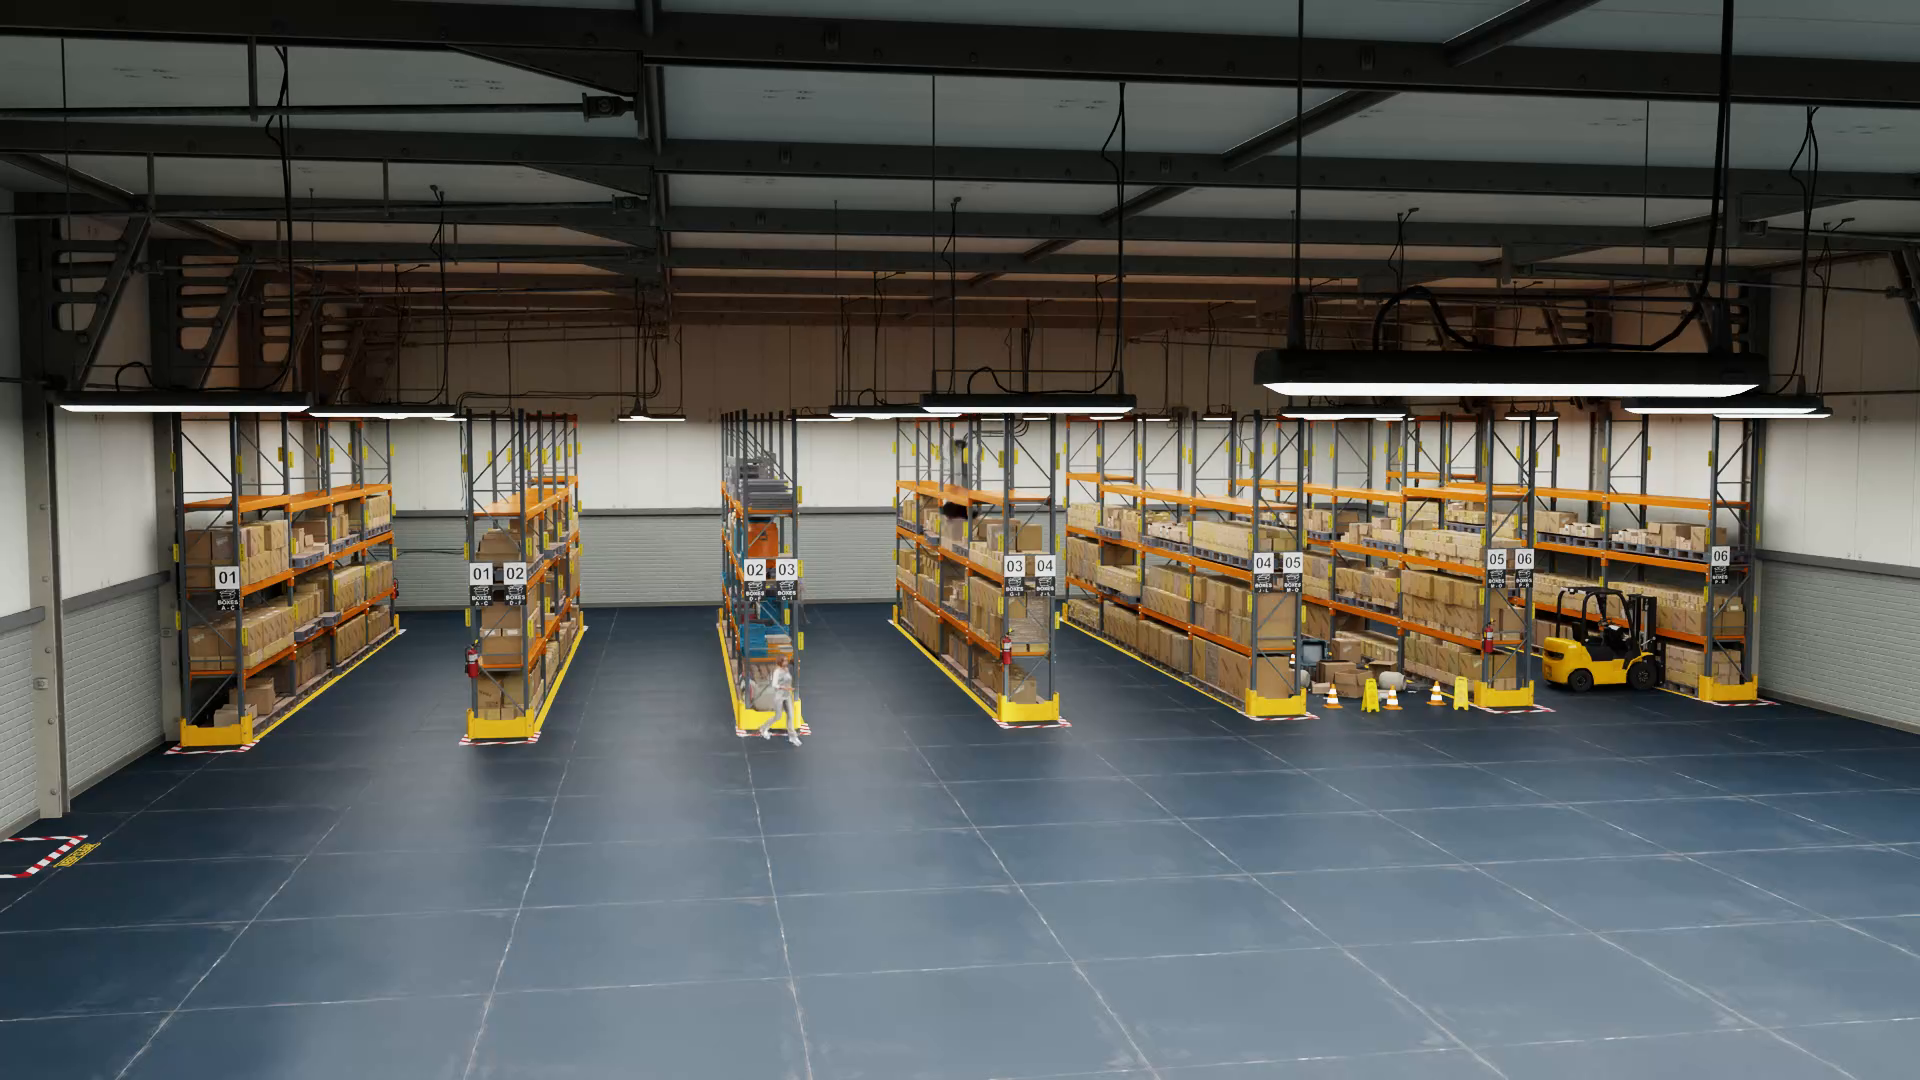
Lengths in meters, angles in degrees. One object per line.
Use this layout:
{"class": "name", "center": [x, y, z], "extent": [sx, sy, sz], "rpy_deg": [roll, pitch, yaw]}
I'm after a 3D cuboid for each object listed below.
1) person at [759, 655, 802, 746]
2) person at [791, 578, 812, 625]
{"class": "person", "center": [-3.202, 2.843, 29.685], "extent": [0.857, 1.613, 0.559], "rpy_deg": [2, 5, 28]}
{"class": "person", "center": [-4.626, 1.592, 47.371], "extent": [0.878, 1.616, 0.619], "rpy_deg": [3, 5, 37]}
